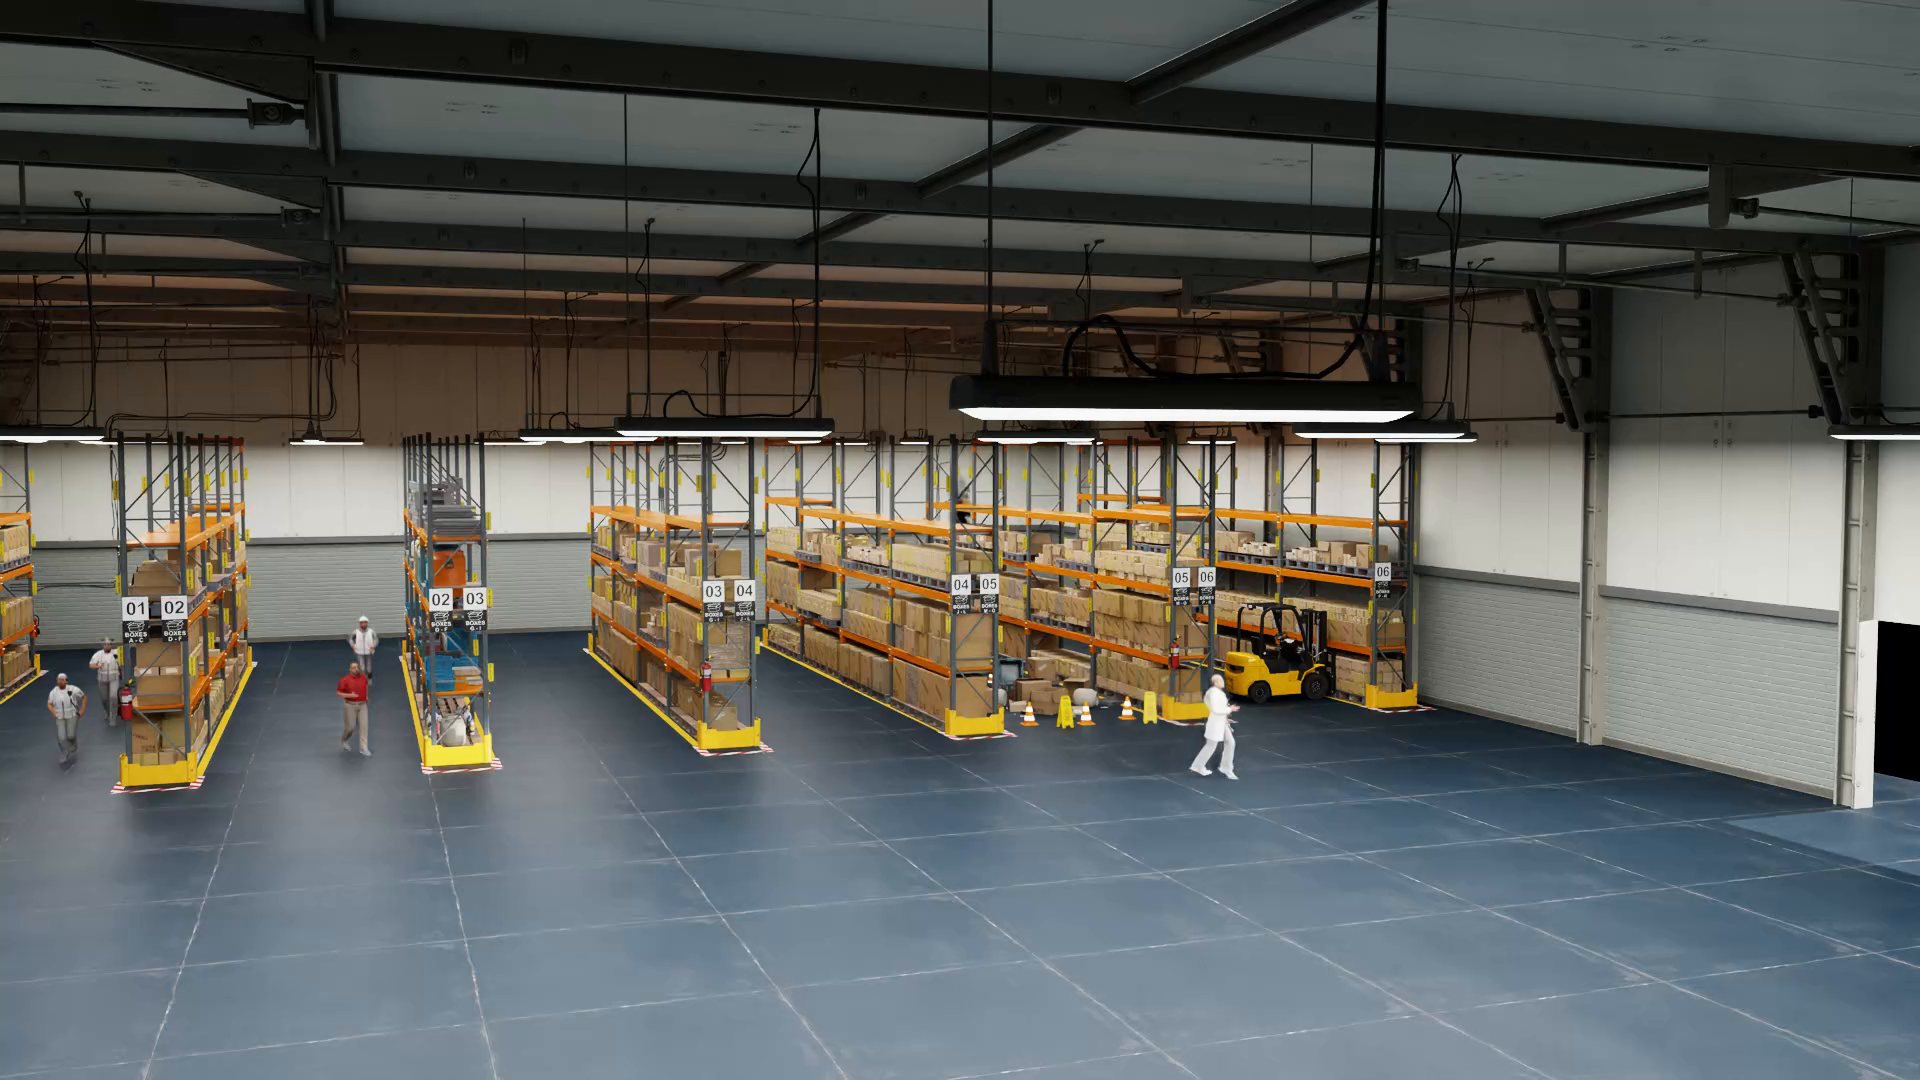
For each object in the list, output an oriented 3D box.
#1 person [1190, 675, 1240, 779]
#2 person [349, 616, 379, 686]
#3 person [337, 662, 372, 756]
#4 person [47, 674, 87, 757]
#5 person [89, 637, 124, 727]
[{"bbox_3d":[4.423,3.246,28.754,0.868,1.851,0.687,1,3,21],"label":"person"},{"bbox_3d":[-14.083,2.677,39.285,0.670,1.753,0.687,-1,3,-20],"label":"person"},{"bbox_3d":[-11.234,3.120,30.897,0.668,1.713,0.940,-3,4,-43],"label":"person"},{"bbox_3d":[-16.290,3.205,30.295,0.628,1.555,0.554,-1,3,-16],"label":"person"},{"bbox_3d":[-17.658,2.909,34.481,0.681,1.810,0.909,-1,3,-21],"label":"person"}]
